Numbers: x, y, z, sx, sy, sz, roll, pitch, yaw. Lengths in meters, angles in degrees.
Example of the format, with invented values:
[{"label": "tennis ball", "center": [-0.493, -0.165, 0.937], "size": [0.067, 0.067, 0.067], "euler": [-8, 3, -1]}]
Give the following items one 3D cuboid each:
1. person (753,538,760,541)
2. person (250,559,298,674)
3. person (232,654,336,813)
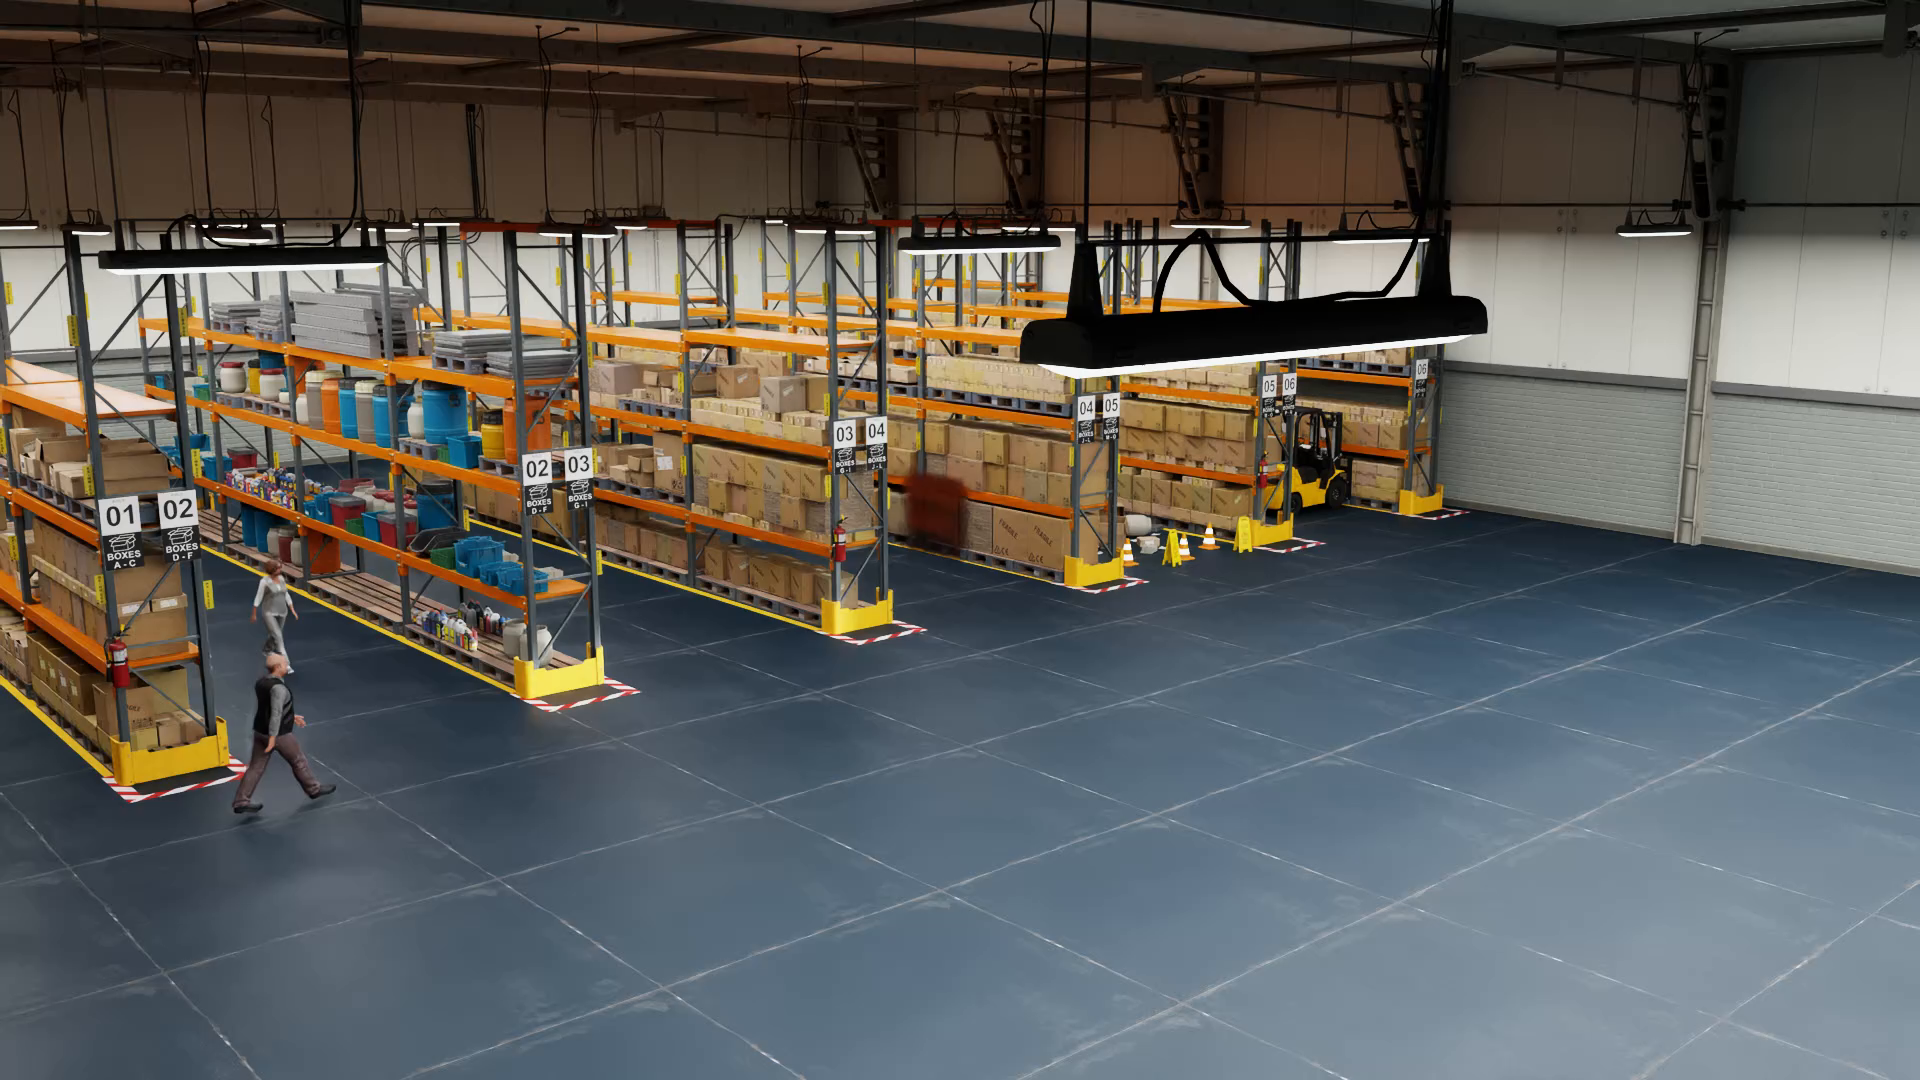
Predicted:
[{"label": "person", "center": [-3.905, -0.760, 30.499], "size": [0.509, 1.491, 1.062], "euler": [-11, 16, -43]}, {"label": "person", "center": [-9.442, 1.014, 22.867], "size": [1.009, 1.536, 0.530], "euler": [9, 15, 38]}, {"label": "person", "center": [-7.205, 2.015, 17.593], "size": [0.565, 1.649, 1.102], "euler": [10, 15, 40]}]
